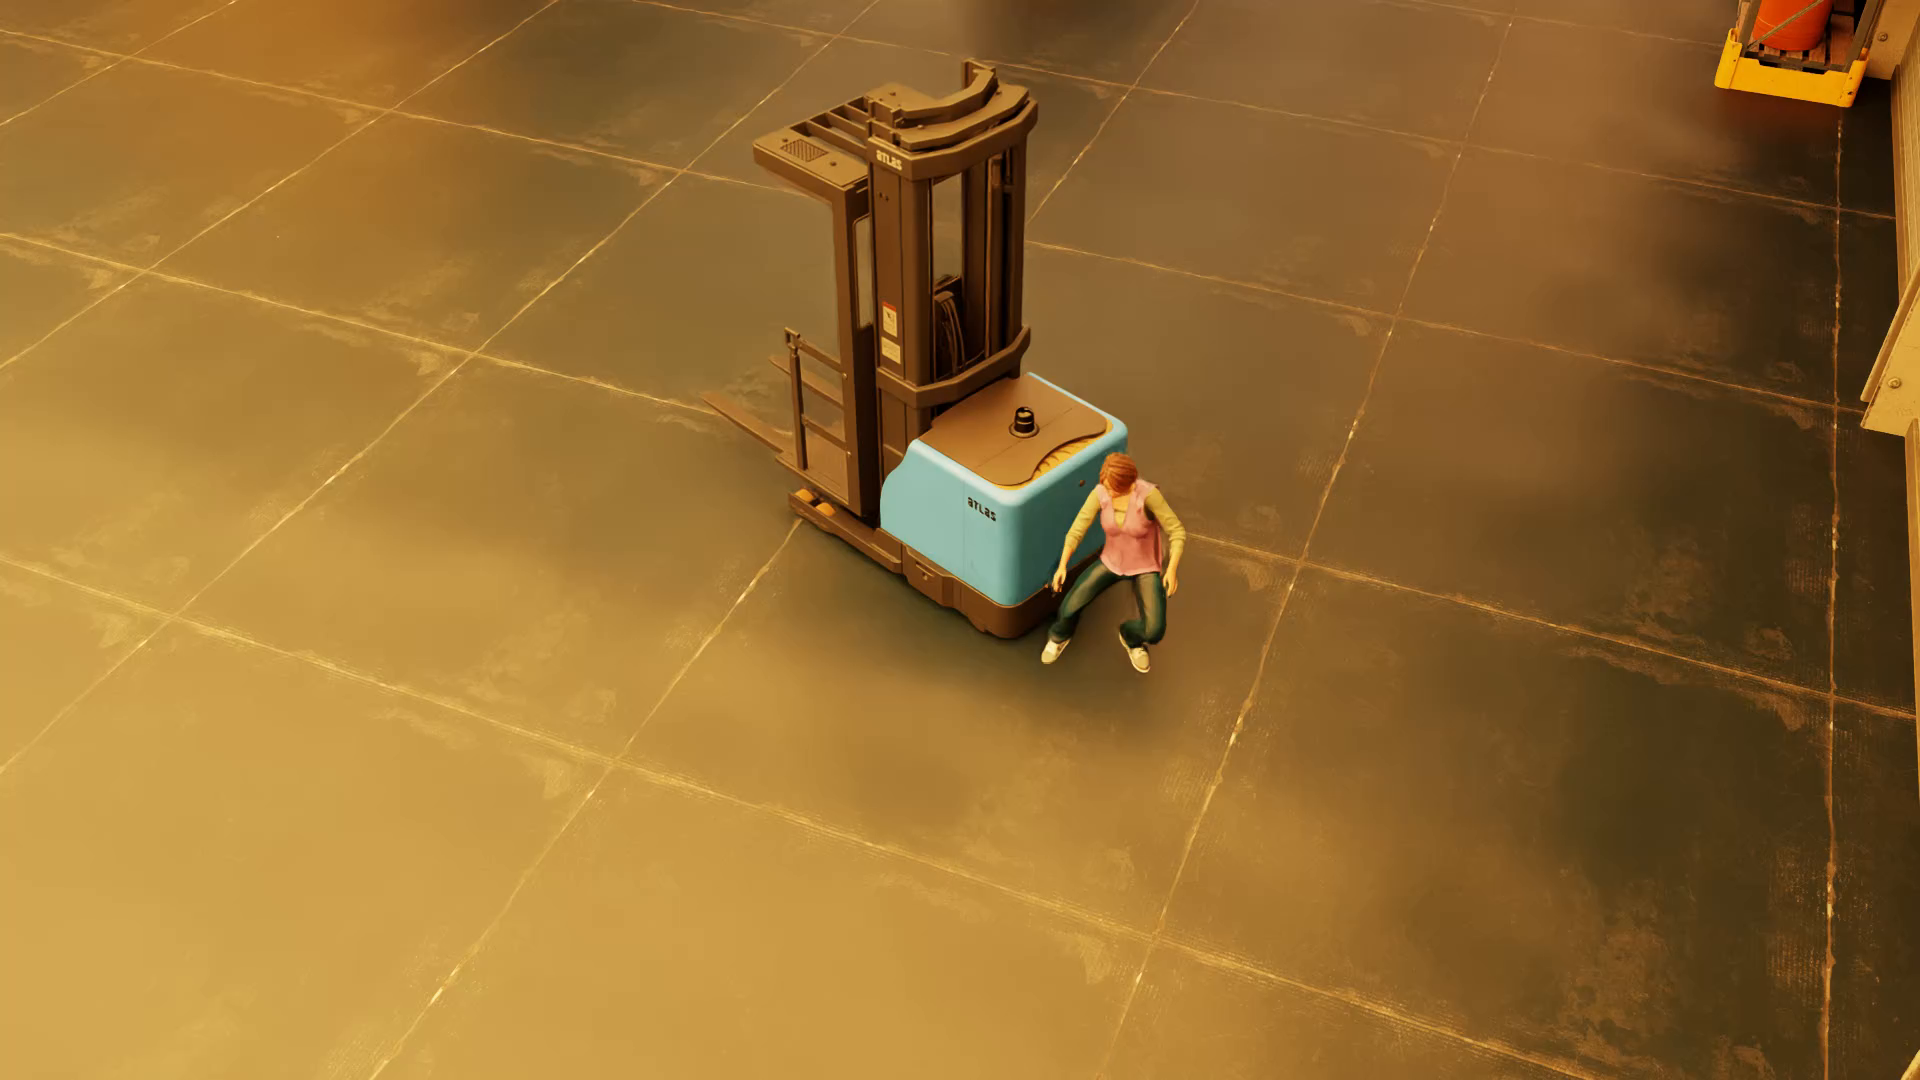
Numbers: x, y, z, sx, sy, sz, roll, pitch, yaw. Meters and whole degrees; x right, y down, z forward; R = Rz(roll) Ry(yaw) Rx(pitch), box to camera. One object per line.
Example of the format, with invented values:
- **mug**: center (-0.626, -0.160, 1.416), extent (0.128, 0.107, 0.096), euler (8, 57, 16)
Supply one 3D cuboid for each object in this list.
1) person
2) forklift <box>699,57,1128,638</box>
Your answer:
- **person**: center (0.821, 0.222, 8.963), extent (0.765, 1.428, 0.682), euler (16, 42, 18)
- **forklift**: center (-0.434, -1.399, 9.678), extent (3.031, 2.935, 1.130), euler (32, 50, 33)
